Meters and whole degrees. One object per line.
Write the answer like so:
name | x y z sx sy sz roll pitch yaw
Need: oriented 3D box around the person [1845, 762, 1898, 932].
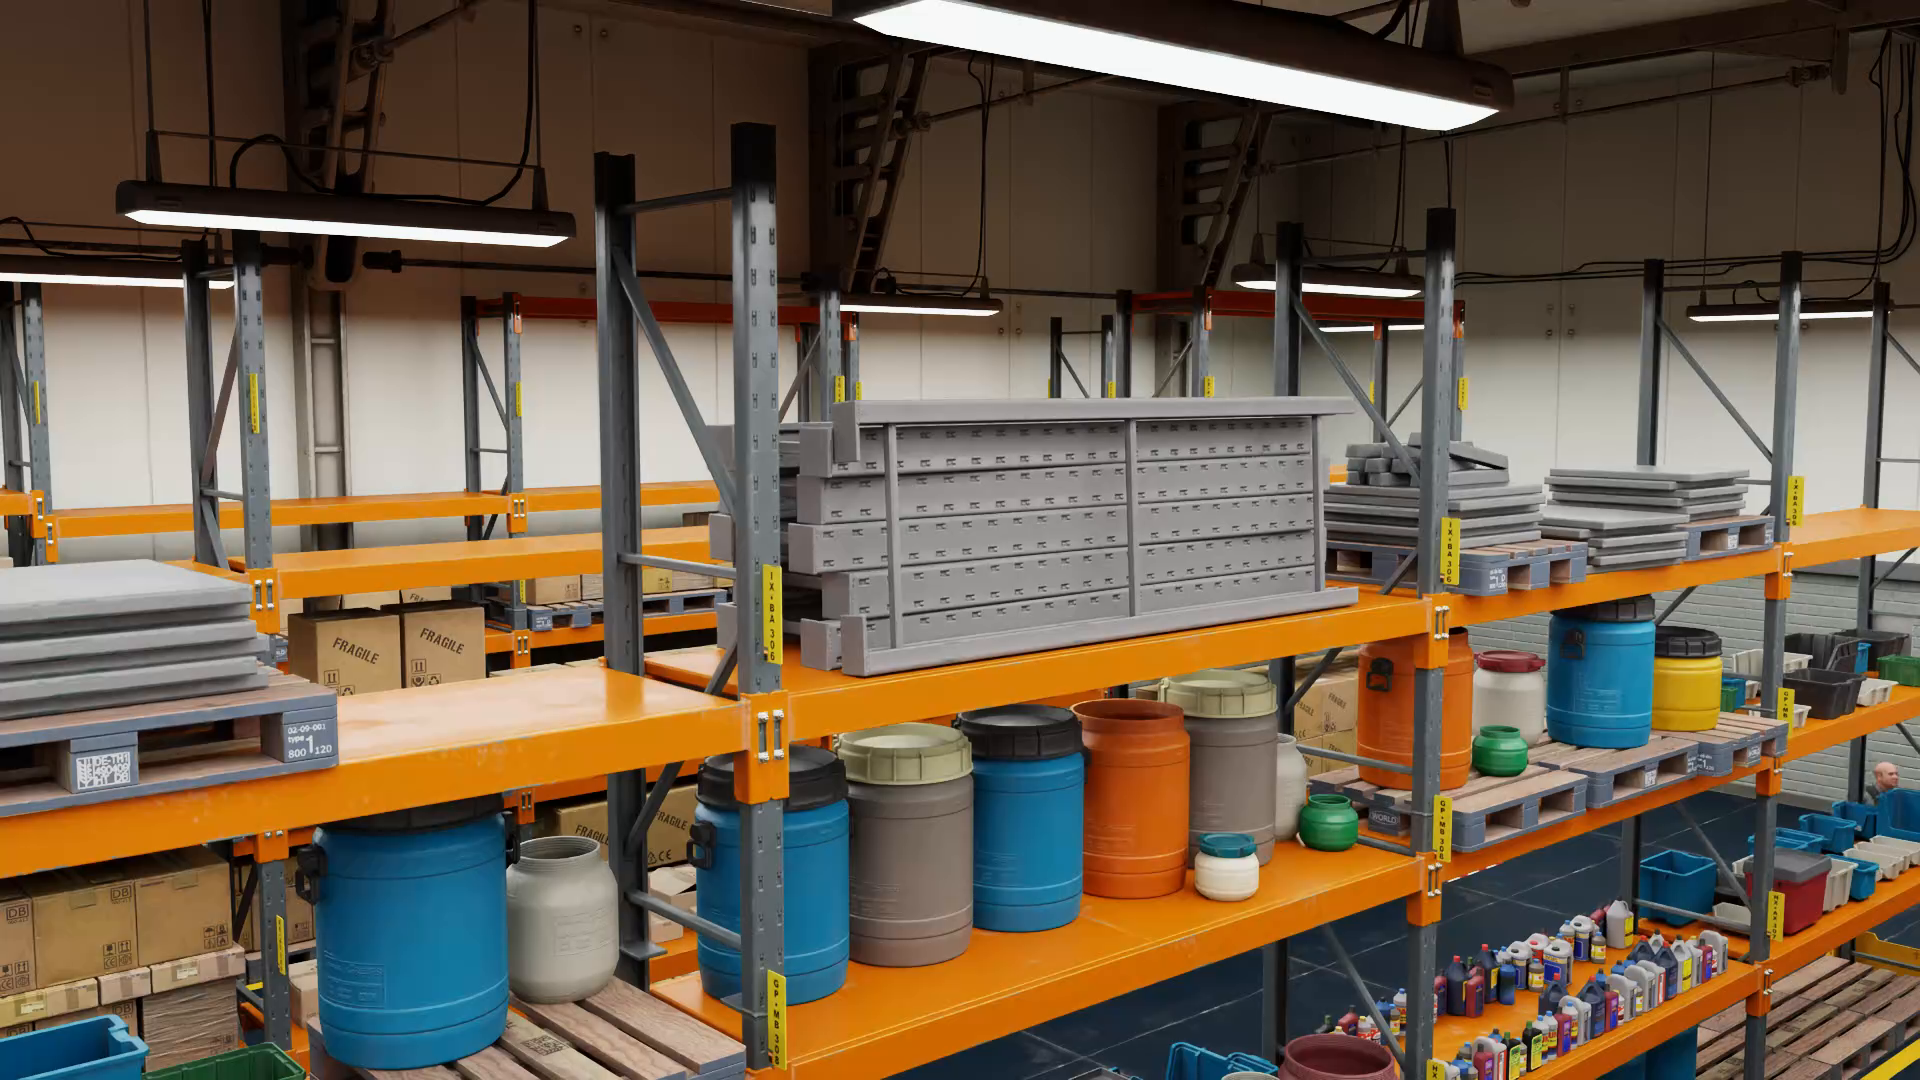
person | 8.494 2.876 15.388 0.641 1.673 0.475 -2 6 -23
